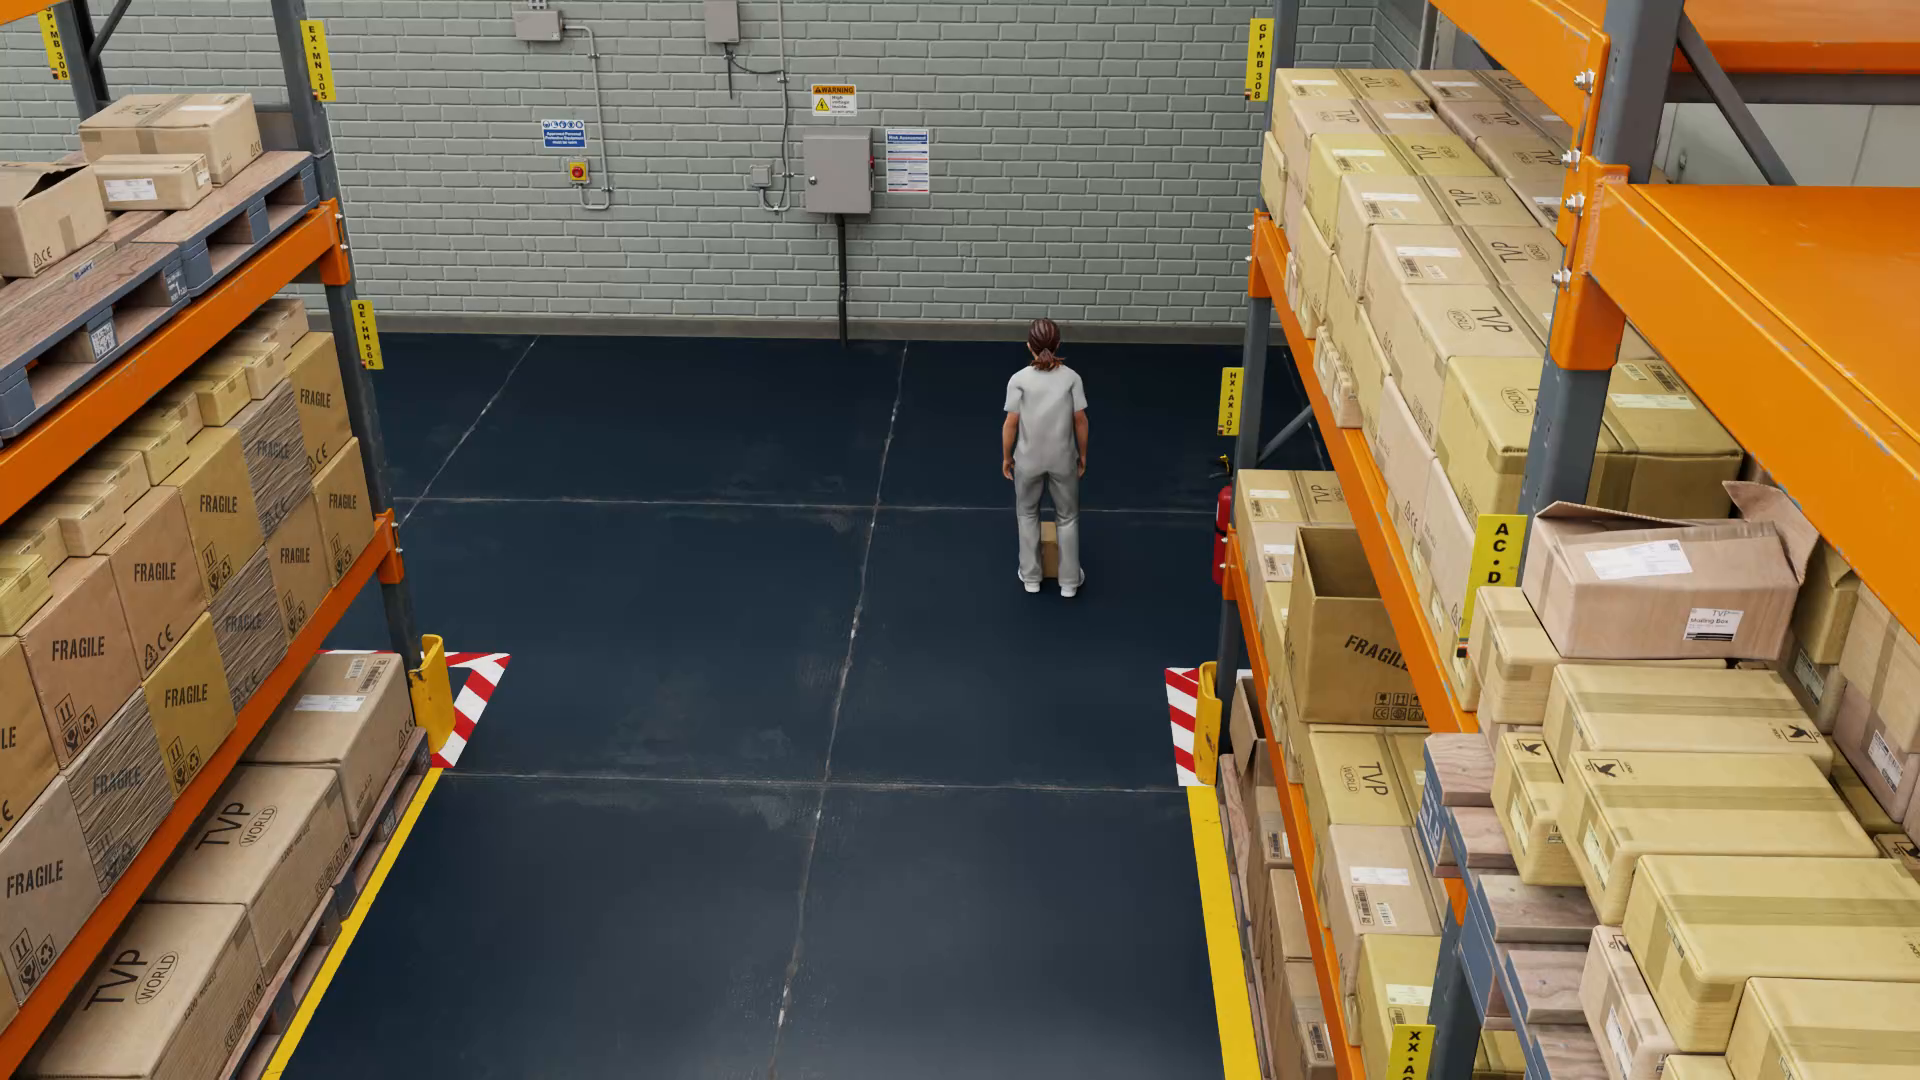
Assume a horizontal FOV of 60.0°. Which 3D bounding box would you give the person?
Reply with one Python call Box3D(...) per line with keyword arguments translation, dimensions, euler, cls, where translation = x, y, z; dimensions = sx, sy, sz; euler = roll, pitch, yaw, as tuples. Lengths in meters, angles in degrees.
Box3D(translation=(0.491, -0.469, 9.504), dimensions=(0.511, 1.671, 0.402), euler=(-1, 28, -1), cls="person")
